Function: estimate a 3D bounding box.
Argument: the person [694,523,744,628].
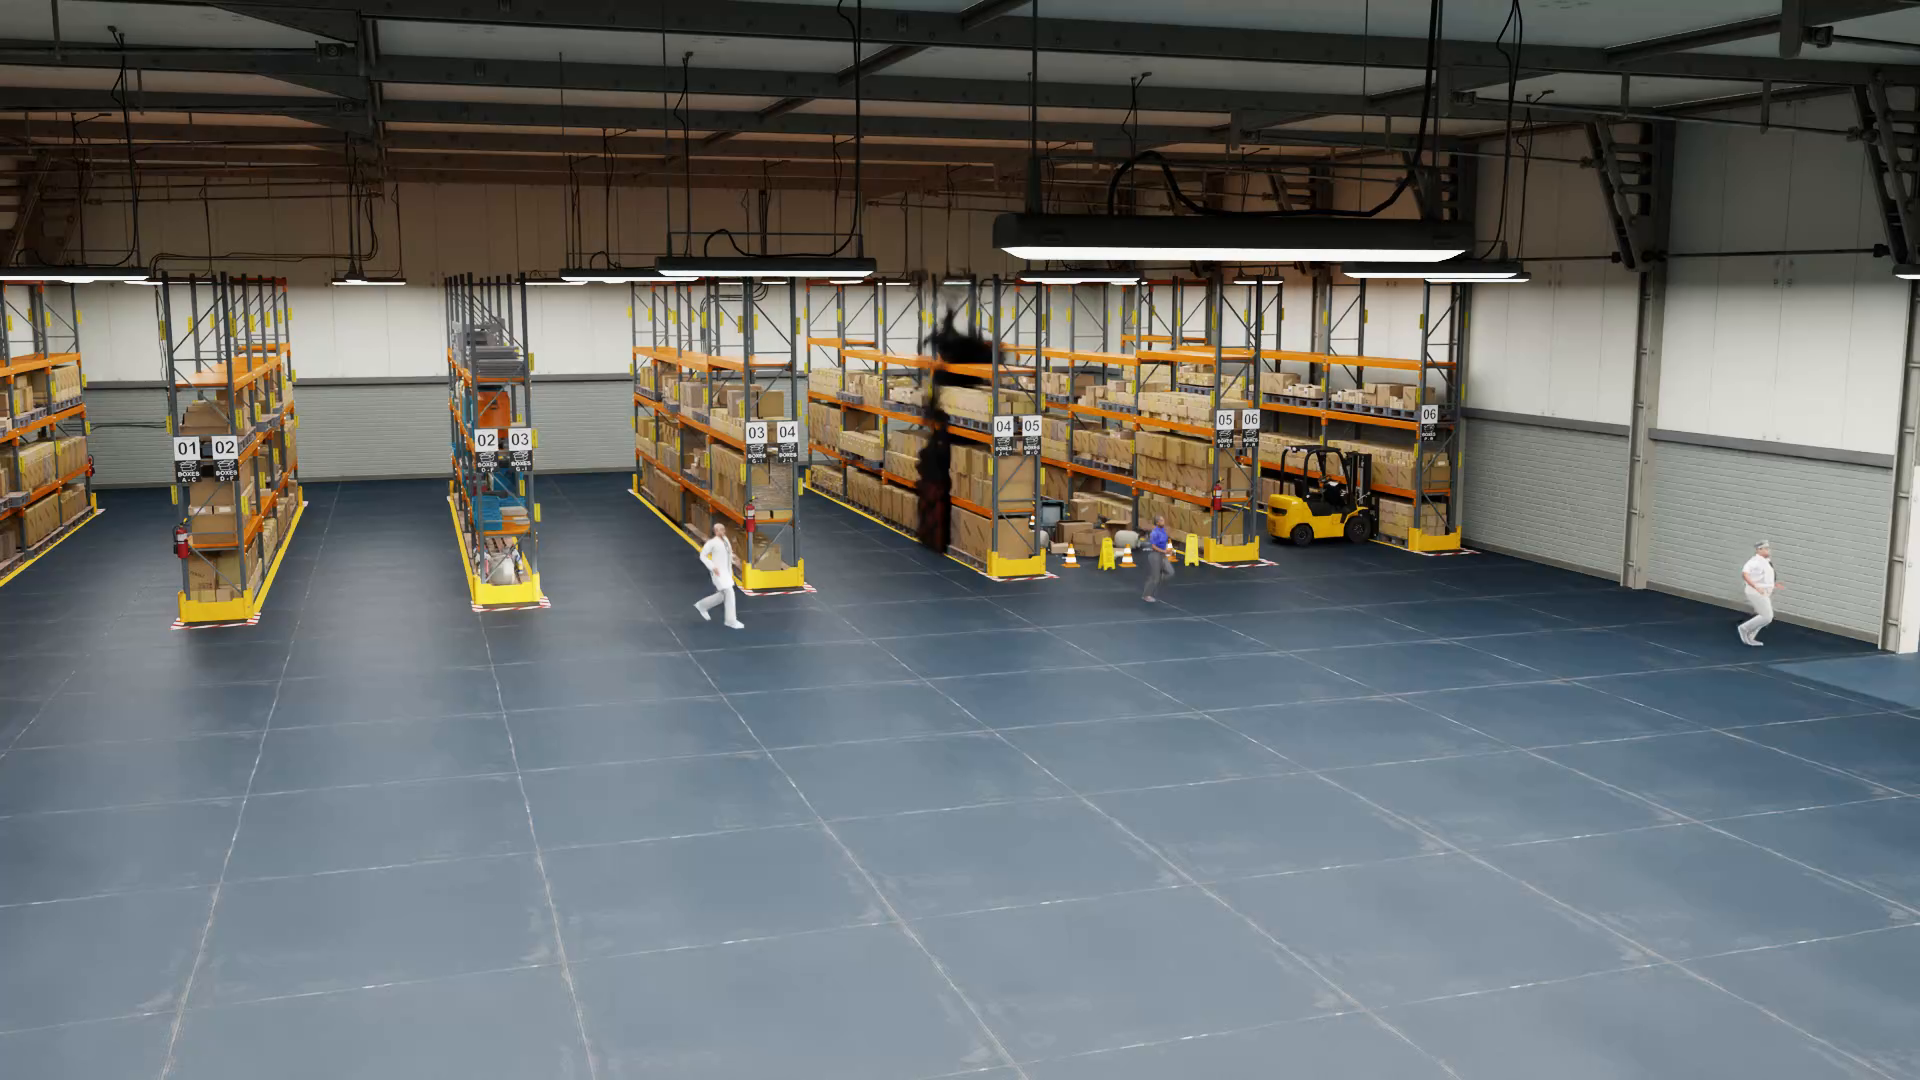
[{"bbox_3d":[-4.107,0.594,28.338,0.928,1.784,0.699,3,9,18],"label":"person"}]

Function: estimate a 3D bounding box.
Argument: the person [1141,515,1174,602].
[{"bbox_3d":[3.684,0.333,30.571,0.669,1.612,0.607,6,11,35],"label":"person"}]

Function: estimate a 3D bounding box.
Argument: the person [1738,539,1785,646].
[{"bbox_3d":[12.871,0.847,26.685,0.588,1.737,0.637,7,11,41],"label":"person"}]

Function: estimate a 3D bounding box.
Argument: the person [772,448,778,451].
[{"bbox_3d":[-5.125,-2.130,46.460,0.698,1.751,0.778,-3,9,-19],"label":"person"}]
